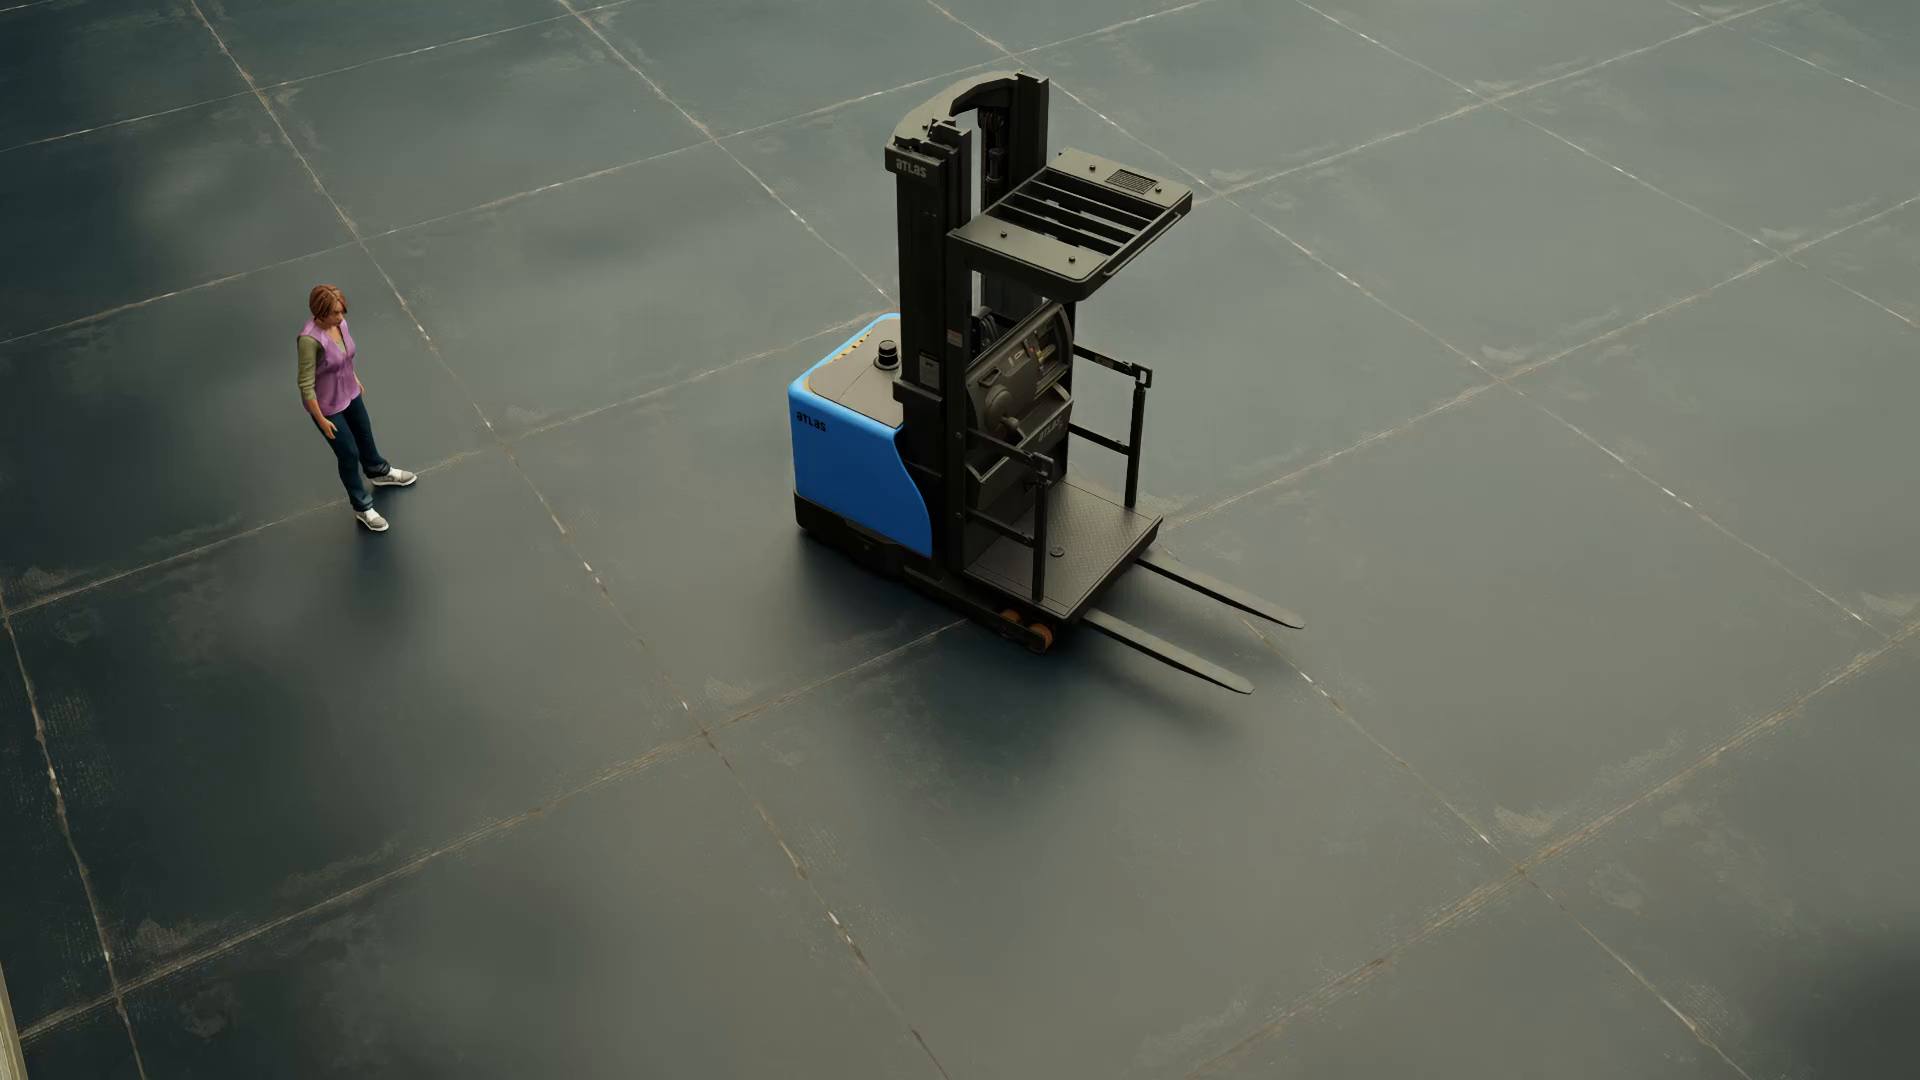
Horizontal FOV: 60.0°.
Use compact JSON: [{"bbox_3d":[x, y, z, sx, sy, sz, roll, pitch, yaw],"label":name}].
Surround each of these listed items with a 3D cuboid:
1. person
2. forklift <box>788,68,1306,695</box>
[{"bbox_3d":[-3.642,-0.825,9.835,0.396,1.599,0.576,8,42,9],"label":"person"},{"bbox_3d":[0.496,-0.872,8.869,3.031,2.935,1.130,25,47,26],"label":"forklift"}]
